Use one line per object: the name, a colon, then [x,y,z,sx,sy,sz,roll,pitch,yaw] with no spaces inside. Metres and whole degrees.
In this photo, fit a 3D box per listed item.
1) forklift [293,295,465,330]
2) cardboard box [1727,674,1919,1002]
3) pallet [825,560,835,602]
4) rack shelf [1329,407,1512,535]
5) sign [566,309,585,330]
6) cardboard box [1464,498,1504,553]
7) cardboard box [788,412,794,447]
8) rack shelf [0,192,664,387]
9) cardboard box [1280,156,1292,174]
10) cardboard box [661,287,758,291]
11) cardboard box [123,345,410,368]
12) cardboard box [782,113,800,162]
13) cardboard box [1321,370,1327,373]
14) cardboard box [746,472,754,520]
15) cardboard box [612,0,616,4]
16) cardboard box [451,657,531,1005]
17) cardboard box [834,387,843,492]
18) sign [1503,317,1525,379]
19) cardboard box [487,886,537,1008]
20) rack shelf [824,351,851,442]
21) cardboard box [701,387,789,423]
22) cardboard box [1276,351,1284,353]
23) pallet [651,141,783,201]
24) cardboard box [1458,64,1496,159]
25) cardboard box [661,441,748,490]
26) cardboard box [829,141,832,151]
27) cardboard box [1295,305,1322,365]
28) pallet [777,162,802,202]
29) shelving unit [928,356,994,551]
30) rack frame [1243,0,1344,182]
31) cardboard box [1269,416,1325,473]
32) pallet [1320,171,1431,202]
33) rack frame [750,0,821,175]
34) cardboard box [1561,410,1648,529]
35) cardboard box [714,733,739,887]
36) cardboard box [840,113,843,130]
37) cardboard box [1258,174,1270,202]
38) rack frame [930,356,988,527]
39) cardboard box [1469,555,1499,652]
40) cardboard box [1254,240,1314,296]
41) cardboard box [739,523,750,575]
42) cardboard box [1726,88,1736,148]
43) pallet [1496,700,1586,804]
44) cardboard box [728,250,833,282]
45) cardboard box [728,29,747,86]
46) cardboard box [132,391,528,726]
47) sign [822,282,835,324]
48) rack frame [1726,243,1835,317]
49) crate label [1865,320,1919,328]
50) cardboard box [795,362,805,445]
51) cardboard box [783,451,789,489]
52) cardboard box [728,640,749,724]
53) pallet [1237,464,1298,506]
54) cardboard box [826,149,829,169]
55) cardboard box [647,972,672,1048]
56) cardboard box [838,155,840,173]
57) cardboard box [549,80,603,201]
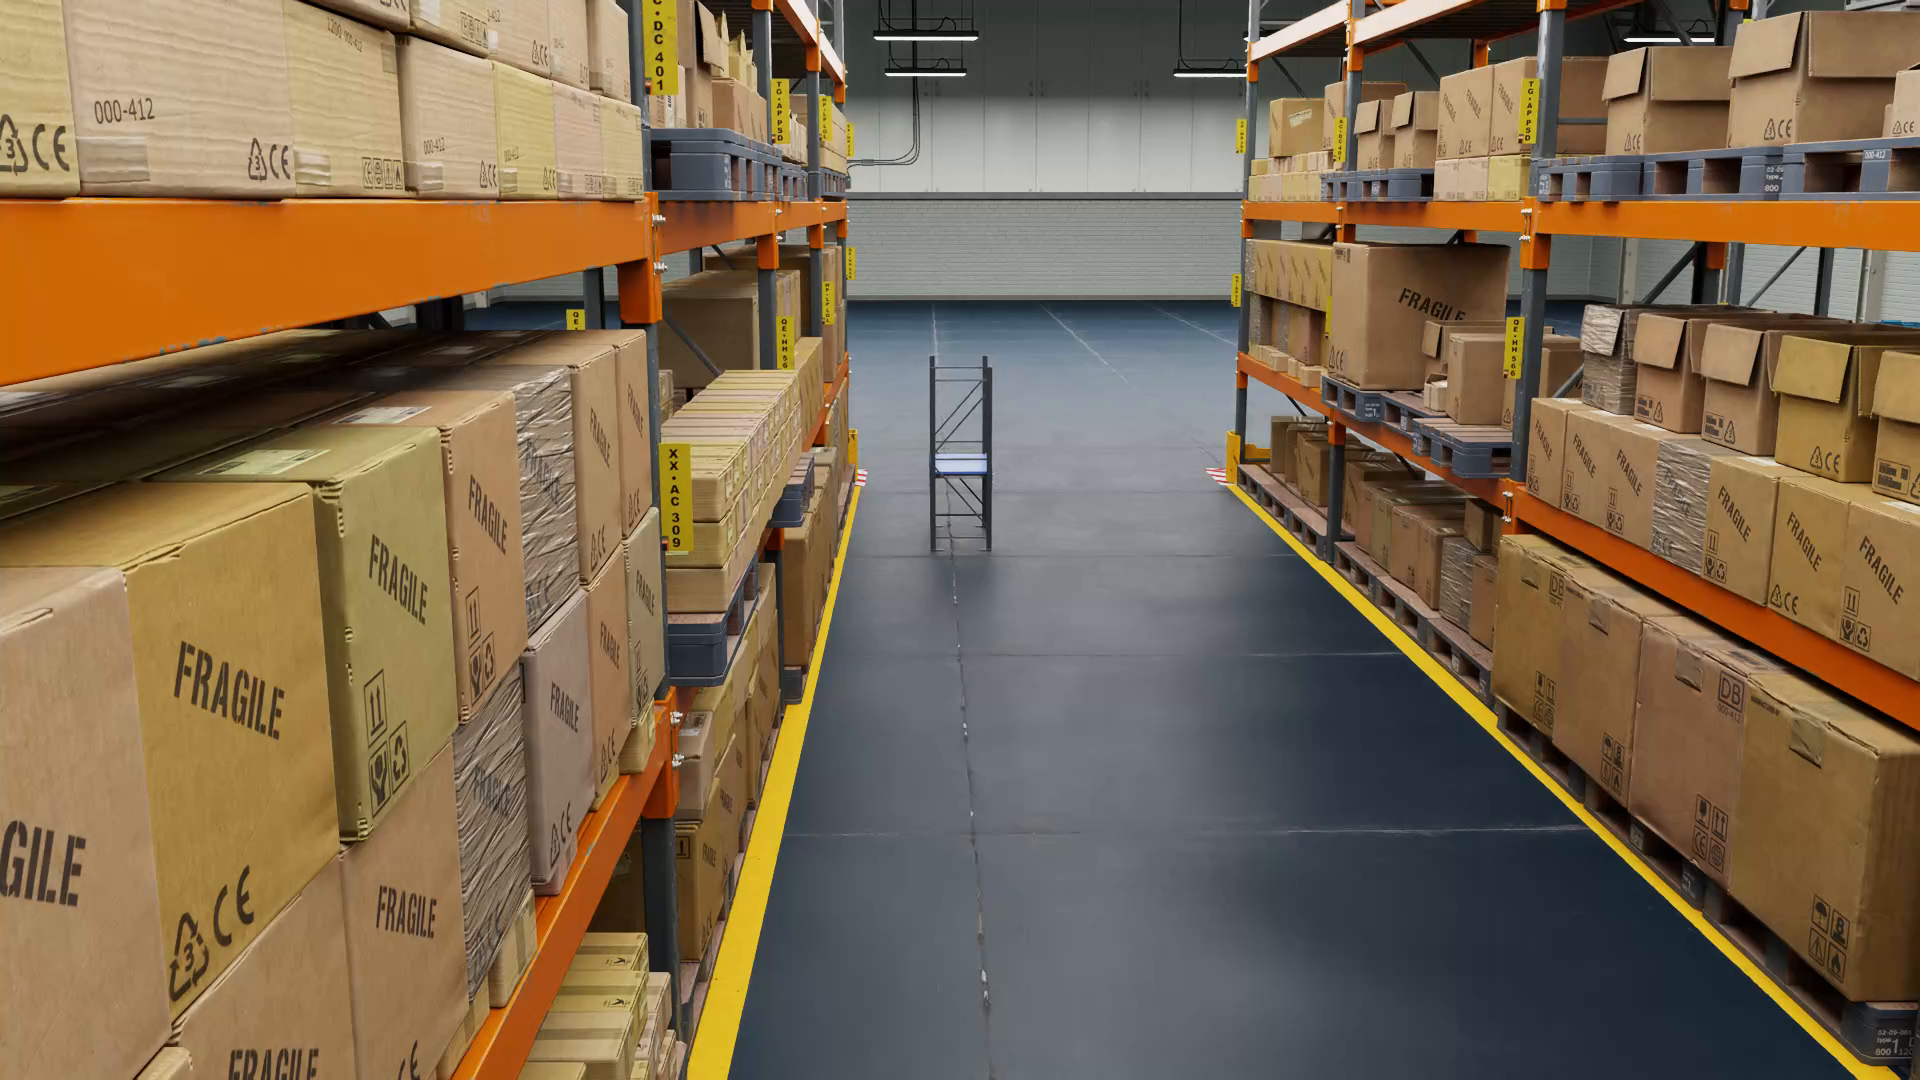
forklift: [-4.137,-0.949,11.363,3.031,2.935,1.130,8,14,36]
cardboard box: [3.535,1.009,5.829,1.225,0.875,0.875,0,11,-1]
pallet: [-1.467,0.230,12.393,1.003,0.211,1.213,0,11,-1]
rack shelf: [3.444,-0.540,10.984,1.077,0.370,4.000,0,11,-1]
sign: [-2.031,-1.059,8.822,0.100,0.325,0.005,0,11,-1]
cardboard box: [3.420,-0.091,10.258,0.500,0.250,0.500,1,12,5]
cardboard box: [-0.995,-0.521,7.911,0.380,0.149,0.250,0,11,0]
rack shelf: [-1.352,-0.419,2.845,1.077,0.370,4.000,0,11,-1]
cardboard box: [3.087,-3.362,14.919,0.380,0.149,0.250,-1,11,-4]
cardboard box: [-1.487,-1.223,9.777,0.700,0.500,0.500,0,11,-2]
cardboard box: [-1.601,-0.190,3.938,0.500,0.500,0.500,-1,11,-3]
cardboard box: [-1.302,-2.623,10.816,0.500,0.311,0.500,-1,11,-3]
cardboard box: [3.164,-1.308,13.593,0.380,0.149,0.250,0,11,-1]
cardboard box: [-0.960,-0.162,6.142,0.380,0.149,0.250,-1,11,-4]
cardboard box: [-1.113,-1.475,4.358,0.380,0.149,0.250,-1,11,-4]
cardboard box: [-1.094,0.506,3.022,0.500,0.500,0.500,-1,11,-3]
cardboard box: [-1.541,-0.940,15.434,0.875,0.875,0.875,0,11,-2]
sign: [2.943,-1.019,8.825,0.100,0.325,0.005,0,11,-1]
cardboard box: [-1.049,0.790,3.251,0.380,0.149,0.250,0,11,0]
rack shelf: [-1.600,-1.334,14.902,1.077,0.370,4.000,0,11,-1]
cardboard box: [-0.990,-0.618,7.640,0.380,0.149,0.250,0,11,1]
cardboard box: [3.120,-1.656,15.307,0.380,0.149,0.250,0,11,-1]
pallet: [-1.324,-1.406,6.375,1.213,0.211,1.003,0,11,-1]
cardboard box: [3.204,-2.454,9.559,0.500,0.500,0.500,0,11,-1]
cardboard box: [-0.956,-0.260,5.875,0.380,0.149,0.250,0,11,-1]
cardboard box: [-1.300,-3.285,13.485,0.500,0.250,0.500,0,11,-2]
cardboard box: [3.369,-1.773,14.253,0.875,0.500,0.500,0,11,-1]
pallet: [-1.542,-2.000,9.301,1.213,0.211,1.003,0,11,1]
shelving unit: [-0.002,-0.752,13.994,0.538,1.500,1.048,0,11,-1]
rack frame: [3.320,-5.025,16.195,1.000,3.000,0.127,0,11,-1]
cardboard box: [3.316,-0.941,16.386,0.500,0.500,0.500,2,12,9]
pallet: [3.309,-2.545,11.985,1.213,0.211,1.003,0,11,-1]
rack frame: [-1.558,-4.230,12.274,1.000,3.000,0.127,0,11,-1]
cardboard box: [3.236,-0.343,7.956,0.500,0.500,0.500,-1,11,-3]
cardboard box: [-1.156,1.067,6.486,0.500,0.500,0.500,0,11,1]
cardboard box: [-1.279,-3.859,15.313,0.380,0.149,0.250,0,11,0]
cardboard box: [3.088,-3.282,15.525,0.500,0.250,0.500,0,11,-2]
rack frame: [-0.012,-0.853,14.492,0.500,1.500,0.032,0,11,-1]
cardboard box: [3.451,0.382,9.813,0.700,0.500,0.500,-1,11,-4]
cardboard box: [3.062,-2.560,15.618,0.500,0.500,0.500,0,11,-1]
cardboard box: [-0.954,0.033,5.927,0.380,0.149,0.250,0,11,-1]
cardboard box: [3.676,-1.927,7.162,0.500,0.500,0.500,0,11,2]
pallet: [3.426,1.029,8.456,1.003,0.211,1.213,0,11,-1]
cardboard box: [-1.533,-2.182,14.179,0.875,0.550,0.550,0,11,-1]
cardboard box: [-1.182,-2.207,7.674,0.396,0.266,0.258,0,11,-1]
cardboard box: [-1.074,0.016,2.922,0.500,0.500,0.500,-1,11,-3]
sign: [-1.016,-1.822,12.784,0.100,0.325,0.005,0,11,-1]
rack frame: [8.272,-2.105,16.891,1.000,3.000,0.127,0,11,-1]
crate label: [8.580,-1.758,15.090,0.502,0.435,0.616,0,11,-1]
cardboard box: [-1.238,-0.835,10.379,0.500,0.500,0.500,0,11,-1]
cardboard box: [-0.995,-0.331,7.721,0.380,0.149,0.250,0,11,-2]
cardboard box: [-1.164,0.597,6.915,0.500,0.250,0.500,0,11,1]
pallet: [3.303,-0.541,16.197,1.003,0.211,1.213,0,11,-1]
cardboard box: [-1.233,-3.016,13.163,0.380,0.149,0.250,0,11,-1]
cardboard box: [-1.069,1.408,4.942,0.380,0.149,0.250,0,11,0]
cardboard box: [-1.270,-3.369,14.901,0.380,0.149,0.250,0,11,-1]
cardboard box: [-1.114,-0.900,3.784,0.500,0.250,0.500,0,11,-1]
